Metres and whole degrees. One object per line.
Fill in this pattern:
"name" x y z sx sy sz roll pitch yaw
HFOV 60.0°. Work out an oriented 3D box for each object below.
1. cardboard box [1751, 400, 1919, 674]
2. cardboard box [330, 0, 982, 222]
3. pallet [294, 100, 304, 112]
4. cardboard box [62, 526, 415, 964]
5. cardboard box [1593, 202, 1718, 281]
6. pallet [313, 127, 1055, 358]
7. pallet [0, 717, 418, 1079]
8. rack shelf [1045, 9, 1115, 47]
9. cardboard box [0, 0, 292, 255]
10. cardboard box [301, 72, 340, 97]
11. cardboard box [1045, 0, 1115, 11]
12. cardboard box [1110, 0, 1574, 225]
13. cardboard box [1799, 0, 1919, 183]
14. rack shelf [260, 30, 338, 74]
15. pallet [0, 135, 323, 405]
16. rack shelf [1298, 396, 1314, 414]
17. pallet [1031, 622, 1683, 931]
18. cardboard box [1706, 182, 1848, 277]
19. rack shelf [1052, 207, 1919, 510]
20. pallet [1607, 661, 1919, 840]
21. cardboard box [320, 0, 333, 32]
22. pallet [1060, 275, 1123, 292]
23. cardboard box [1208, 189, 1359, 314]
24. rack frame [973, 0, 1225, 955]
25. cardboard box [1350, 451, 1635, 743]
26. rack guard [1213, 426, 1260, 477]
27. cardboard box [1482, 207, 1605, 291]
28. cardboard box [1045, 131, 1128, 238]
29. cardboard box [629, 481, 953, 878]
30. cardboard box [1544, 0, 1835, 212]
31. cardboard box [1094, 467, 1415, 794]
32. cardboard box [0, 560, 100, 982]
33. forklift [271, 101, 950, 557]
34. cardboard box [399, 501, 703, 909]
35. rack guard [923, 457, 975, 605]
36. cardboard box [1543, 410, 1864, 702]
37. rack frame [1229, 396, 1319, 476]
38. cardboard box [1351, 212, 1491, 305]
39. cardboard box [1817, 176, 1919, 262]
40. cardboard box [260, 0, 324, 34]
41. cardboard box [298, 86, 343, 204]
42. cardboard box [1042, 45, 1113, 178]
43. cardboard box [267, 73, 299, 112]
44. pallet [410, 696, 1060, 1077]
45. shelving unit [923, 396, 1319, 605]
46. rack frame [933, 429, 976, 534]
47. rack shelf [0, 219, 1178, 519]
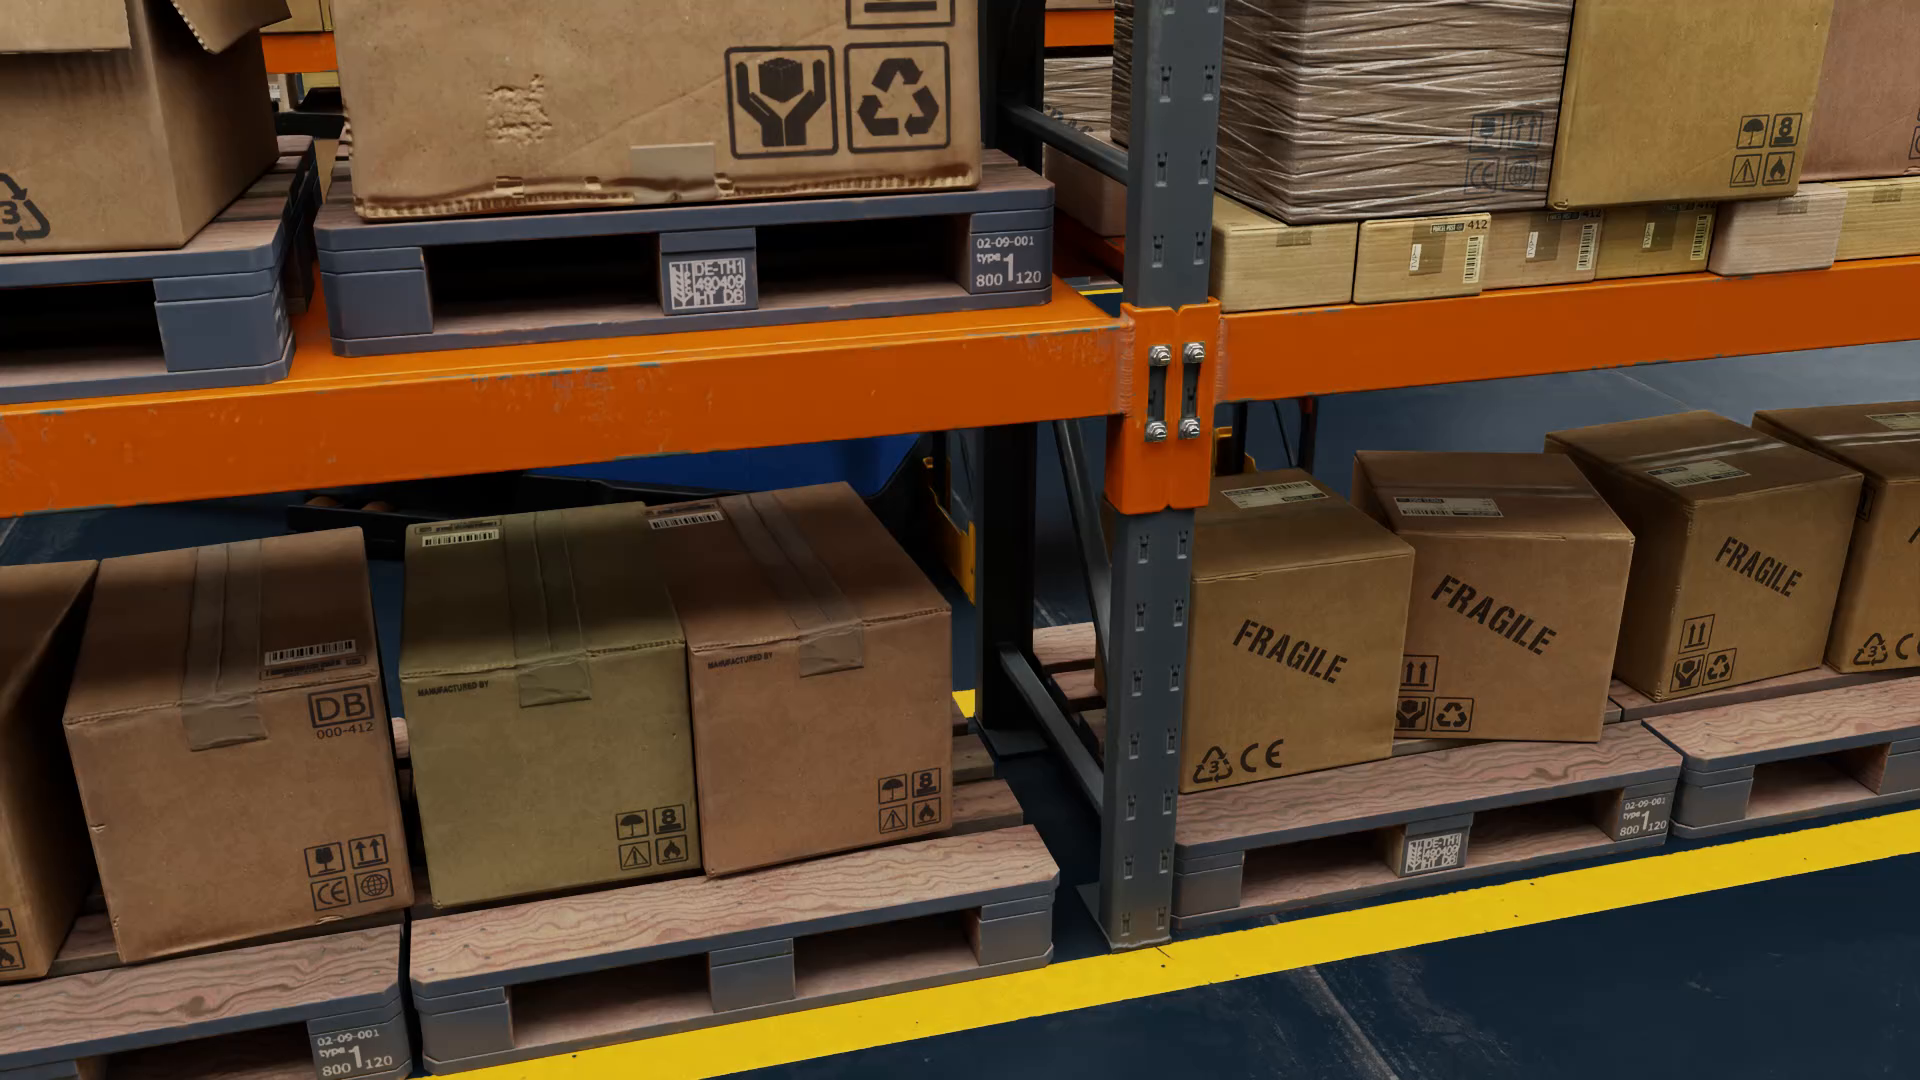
"cardboard box" 2.301 -0.021 4.132 0.500 0.500 0.500 -4 24 -9
"cardboard box" -0.573 -1.184 2.912 1.000 1.000 1.000 -6 24 -14
"pallet" -4.373 -3.013 12.004 1.213 0.211 1.003 -6 24 -14
"cardboard box" -1.370 0.360 3.218 0.500 0.500 0.700 -8 25 -19
"cardboard box" 1.234 -0.629 3.230 0.250 0.149 0.380 -6 24 -14
"pallet" -0.546 -0.632 3.163 1.213 0.211 1.003 -6 24 -14
"pallet" -1.696 0.750 3.235 1.213 0.211 1.003 -6 24 -14
"rack shelf" 0.913 -2.523 8.238 4.000 0.370 1.077 -6 24 -14
"cardboard box" -1.414 -0.767 2.571 0.637 0.503 0.797 -4 24 -9
"cardboard box" -4.312 -3.285 11.902 0.625 0.372 0.950 -6 24 -13
"cardboard box" 0.414 -2.833 7.859 0.550 0.550 0.875 -6 24 -14
"cardboard box" 0.680 -0.954 3.165 0.500 0.500 0.875 -6 24 -14
"cardboard box" 1.625 -1.085 3.471 0.500 0.500 0.875 -6 24 -14
"rack shelf" -2.938 -2.097 7.245 4.000 0.370 1.077 -6 24 -14
"pallet" -1.727 -0.459 2.759 1.213 0.211 1.003 -6 24 -14
"rack shelf" 0.488 -0.501 4.971 1.000 0.185 0.538 -7 24 -15
"pallet" 0.867 0.450 3.934 1.213 0.211 1.003 -6 24 -14
"cardboard box" 1.485 -0.640 3.256 0.250 0.149 0.380 -6 24 -14
"rack shelf" 2.155 -0.629 3.825 4.000 0.370 1.077 -6 24 -14
"pallet" 2.044 0.318 4.240 1.213 0.211 1.003 -6 24 -14
"cardboard box" -2.416 -2.422 6.963 0.500 0.500 0.500 -6 24 -14
"pallet" 0.917 -1.542 8.575 1.213 0.211 1.003 -6 24 -14
"cardboard box" 0.518 -0.540 3.023 0.250 0.149 0.380 -6 24 -14
"rack frame" 0.230 -0.747 3.186 0.127 3.000 1.000 -6 24 -14
"cardboard box" 1.175 0.118 3.809 0.500 0.500 0.500 1 23 3
"rack guard" 0.957 -0.146 5.274 0.087 0.250 0.587 -7 24 -15
"cardboard box" 0.995 -0.599 3.160 0.250 0.149 0.380 -6 24 -14
"cardboard box" 0.357 -0.766 3.549 0.250 0.149 0.380 -6 24 -14
"cardboard box" -0.367 0.257 3.459 0.500 0.500 0.700 -8 25 -18
"cardboard box" 1.171 -0.994 3.258 0.500 0.500 0.875 -6 24 -14
"cardboard box" 0.626 0.182 3.660 0.500 0.500 0.500 -7 24 -16
"cardboard box" -1.907 0.420 3.079 0.500 0.500 0.700 -4 24 -10
"forklift" -1.605 -1.493 5.012 3.031 2.935 1.130 5 24 11
"cardboard box" -0.832 0.301 3.357 0.500 0.500 0.700 -6 24 -15
"rack guard" 0.001 -0.035 5.015 0.087 0.250 0.587 -7 24 -15
"cardboard box" 1.752 0.022 4.033 0.500 0.500 0.500 -9 25 -19
"rack frame" 0.975 -0.723 5.033 0.032 1.500 0.500 -7 24 -15
"cardboard box" 0.762 -0.562 3.073 0.250 0.149 0.380 -6 24 -14
"cardboard box" 1.715 -0.682 3.355 0.250 0.149 0.380 -6 24 -14
"cardboard box" -2.904 -2.367 6.835 0.500 0.500 0.500 -7 24 -15
"cardboard box" -2.516 -1.598 7.491 0.750 0.750 1.050 -6 24 -14
"cardboard box" 0.478 -1.995 8.257 0.875 0.875 0.875 -6 24 -14
"cardboard box" -5.044 -3.206 11.719 0.625 0.372 0.950 -7 24 -15
"pallet" -0.520 0.618 3.541 1.213 0.211 1.003 -6 24 -14
"shelving unit" 0.479 -0.665 4.898 1.083 1.500 0.587 -7 24 -15
"rack frame" 0.000 -0.609 4.768 0.032 1.500 0.500 -7 24 -15
"rack shelf" -1.696 -0.203 2.832 4.000 0.370 1.077 -6 24 -14
